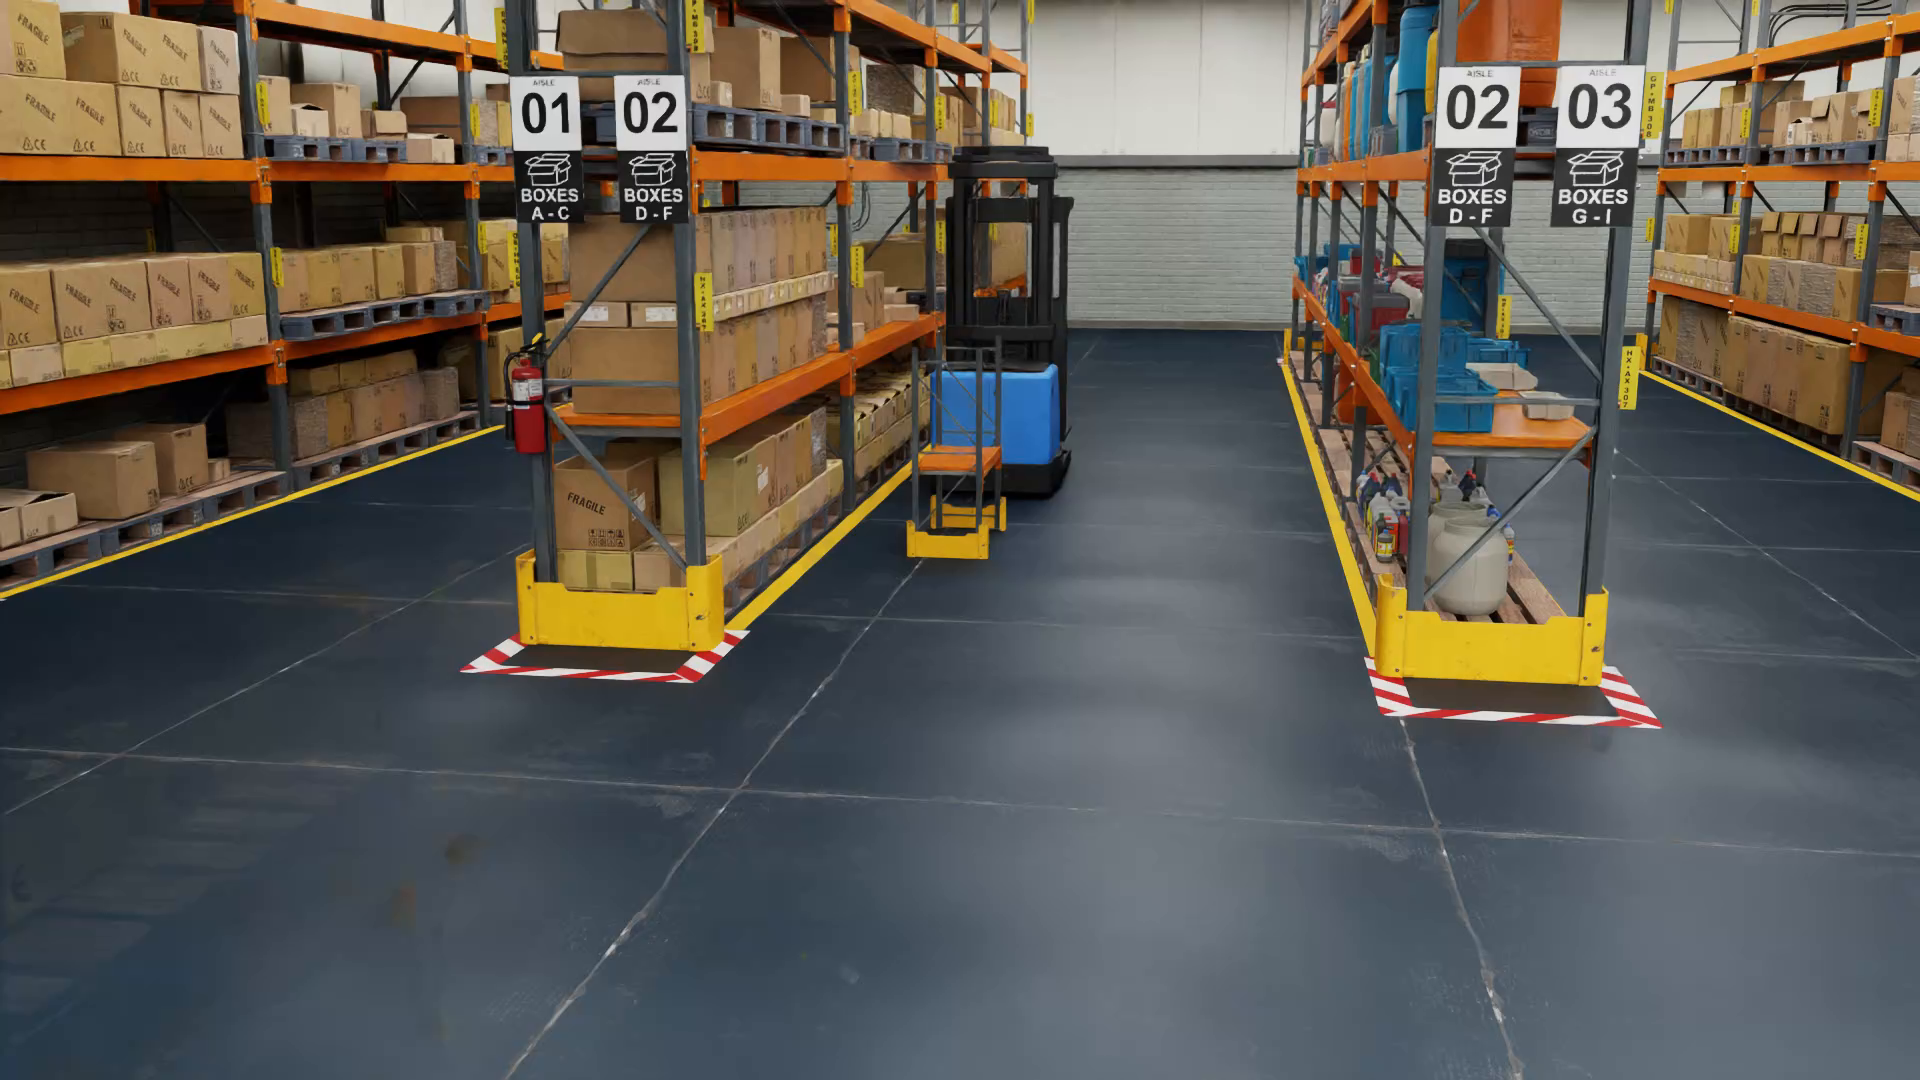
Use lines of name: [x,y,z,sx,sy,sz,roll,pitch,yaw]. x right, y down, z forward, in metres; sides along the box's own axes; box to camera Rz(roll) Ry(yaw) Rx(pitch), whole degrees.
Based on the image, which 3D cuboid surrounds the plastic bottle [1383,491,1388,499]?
plastic bottle: [2.982,-0.211,11.786,0.097,0.271,0.097,0,12,0]

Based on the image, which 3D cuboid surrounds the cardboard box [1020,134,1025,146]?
cardboard box: [0.656,-5.737,24.044,0.500,0.250,0.500,2,12,9]

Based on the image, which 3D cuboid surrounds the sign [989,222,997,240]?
sign: [0.417,-3.931,20.866,0.100,0.325,0.005,2,12,9]

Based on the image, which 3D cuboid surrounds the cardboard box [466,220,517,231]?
cardboard box: [-5.236,-3.478,18.741,0.500,0.250,0.500,2,12,8]

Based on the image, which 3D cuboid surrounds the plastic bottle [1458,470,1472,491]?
plastic bottle: [3.717,-0.332,12.160,0.144,0.351,0.185,2,12,7]

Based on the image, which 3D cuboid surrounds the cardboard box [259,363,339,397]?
cardboard box: [-6.097,-1.482,15.359,0.500,0.250,0.500,2,12,7]

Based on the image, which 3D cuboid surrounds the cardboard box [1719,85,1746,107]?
cardboard box: [9.950,-5.609,21.029,0.500,0.250,0.500,1,12,7]

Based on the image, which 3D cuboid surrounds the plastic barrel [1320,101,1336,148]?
plastic barrel: [4.433,-4.858,19.474,0.433,0.535,0.433,0,12,0]

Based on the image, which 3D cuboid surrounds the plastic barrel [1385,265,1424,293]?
plastic barrel: [4.374,-2.348,15.948,0.600,0.536,0.708,2,12,9]

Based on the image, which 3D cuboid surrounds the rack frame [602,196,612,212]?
rack frame: [-5.028,-3.542,21.809,1.000,3.000,0.127,2,12,9]

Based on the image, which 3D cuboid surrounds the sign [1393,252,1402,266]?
sign: [5.305,-3.338,20.206,0.100,0.325,0.005,2,12,9]

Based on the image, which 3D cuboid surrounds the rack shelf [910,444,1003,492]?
rack shelf: [-0.013,-0.540,12.291,0.538,0.185,1.000,2,12,9]

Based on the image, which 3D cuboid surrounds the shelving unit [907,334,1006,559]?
shelving unit: [-0.012,-0.717,12.262,0.587,1.500,1.083,2,12,9]

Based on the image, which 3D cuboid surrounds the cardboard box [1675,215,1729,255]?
cardboard box: [9.780,-4.029,21.937,0.500,0.500,0.500,2,12,7]

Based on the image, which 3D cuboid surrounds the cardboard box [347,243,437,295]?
cardboard box: [-5.764,-2.758,16.889,0.700,0.500,0.500,1,12,3]

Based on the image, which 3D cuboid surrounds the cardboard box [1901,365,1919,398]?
cardboard box: [8.967,-1.447,15.198,0.500,0.250,0.500,2,12,11]

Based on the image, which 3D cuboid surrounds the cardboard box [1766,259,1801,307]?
cardboard box: [9.184,-2.813,18.189,0.500,0.500,0.500,2,12,7]

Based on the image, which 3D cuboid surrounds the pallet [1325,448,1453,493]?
pallet: [3.799,-0.612,14.832,1.003,0.211,1.213,2,12,9]

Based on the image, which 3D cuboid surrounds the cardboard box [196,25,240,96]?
cardboard box: [-6.067,-3.777,13.123,0.500,0.500,0.500,1,12,4]

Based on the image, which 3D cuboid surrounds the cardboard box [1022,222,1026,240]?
cardboard box: [0.686,-4.651,24.345,0.500,0.500,0.500,2,12,8]

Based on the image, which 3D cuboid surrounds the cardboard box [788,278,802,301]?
cardboard box: [-1.351,-1.808,11.984,0.380,0.149,0.250,2,12,8]

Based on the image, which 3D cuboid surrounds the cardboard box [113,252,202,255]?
cardboard box: [-6.537,-2.089,13.594,0.500,0.500,0.500,2,12,7]

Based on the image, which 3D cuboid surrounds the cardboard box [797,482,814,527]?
cardboard box: [-1.367,-0.266,12.139,0.500,0.250,0.500,2,12,9]

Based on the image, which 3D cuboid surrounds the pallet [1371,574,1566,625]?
pallet: [3.012,0.454,9.887,1.003,0.211,1.213,2,12,9]

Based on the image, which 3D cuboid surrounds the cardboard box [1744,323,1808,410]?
cardboard box: [9.440,-1.907,18.270,1.225,0.875,0.875,1,12,7]

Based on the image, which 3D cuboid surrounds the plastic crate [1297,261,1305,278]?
plastic crate: [4.811,-3.686,22.734,0.416,0.233,0.300,2,12,9]

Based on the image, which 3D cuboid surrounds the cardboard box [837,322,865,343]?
cardboard box: [-1.024,-1.772,14.192,0.380,0.149,0.250,2,12,9]

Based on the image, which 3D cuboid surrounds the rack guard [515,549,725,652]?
rack guard: [-1.981,0.343,9.717,1.175,0.500,0.348,2,12,9]

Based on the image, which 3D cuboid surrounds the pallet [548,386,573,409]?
pallet: [-5.257,-1.761,20.164,1.003,0.211,1.213,2,12,9]

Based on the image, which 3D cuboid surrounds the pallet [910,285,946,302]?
pallet: [-0.453,-2.861,19.104,1.003,0.211,1.213,2,12,9]

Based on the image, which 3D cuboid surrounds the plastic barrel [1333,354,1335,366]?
plastic barrel: [4.377,-1.835,18.799,0.421,0.512,0.421,0,12,0]

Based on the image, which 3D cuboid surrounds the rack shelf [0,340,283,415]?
rack shelf: [-6.565,-1.109,12.226,1.077,0.370,4.000,2,12,9]

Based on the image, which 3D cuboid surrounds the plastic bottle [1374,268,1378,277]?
plastic bottle: [4.773,-2.961,19.231,0.144,0.351,0.185,2,12,9]

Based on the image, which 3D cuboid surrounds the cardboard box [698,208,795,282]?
cardboard box: [-1.579,-2.098,11.792,0.700,0.500,0.500,2,12,9]

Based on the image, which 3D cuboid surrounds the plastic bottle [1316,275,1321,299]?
plastic bottle: [4.147,-2.917,19.184,0.061,0.283,0.133,2,12,9]

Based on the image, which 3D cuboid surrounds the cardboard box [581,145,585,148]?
cardboard box: [-5.154,-5.339,22.150,0.500,0.250,0.500,2,12,9]

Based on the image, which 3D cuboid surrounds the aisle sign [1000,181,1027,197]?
aisle sign: [0.796,-5.490,24.678,0.394,0.787,0.004,2,12,9]

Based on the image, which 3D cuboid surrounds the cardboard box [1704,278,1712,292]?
cardboard box: [9.497,-3.172,20.690,0.380,0.149,0.250,2,12,10]

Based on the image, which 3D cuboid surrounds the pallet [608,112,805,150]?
pallet: [-1.658,-2.708,11.031,1.003,0.211,1.213,2,12,9]

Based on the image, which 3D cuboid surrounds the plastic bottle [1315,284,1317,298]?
plastic bottle: [4.198,-2.920,19.395,0.097,0.201,0.097,0,12,0]

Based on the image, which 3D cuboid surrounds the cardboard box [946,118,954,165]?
cardboard box: [-0.555,-4.371,18.299,0.910,0.500,0.500,2,12,9]

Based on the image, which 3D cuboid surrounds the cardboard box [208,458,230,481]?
cardboard box: [-6.311,-0.594,13.813,0.380,0.166,0.250,0,12,1]

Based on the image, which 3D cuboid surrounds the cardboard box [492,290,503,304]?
cardboard box: [-5.316,-2.710,18.495,0.380,0.149,0.250,2,12,9]

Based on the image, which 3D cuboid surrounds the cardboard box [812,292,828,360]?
cardboard box: [-1.425,-1.673,12.900,0.700,0.500,0.500,2,12,7]

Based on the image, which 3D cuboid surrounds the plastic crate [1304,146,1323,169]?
plastic crate: [4.731,-5.011,21.785,0.437,0.282,0.530,2,12,9]

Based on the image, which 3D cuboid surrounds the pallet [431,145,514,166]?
pallet: [-5.596,-4.219,18.279,1.213,0.211,1.003,2,12,11]

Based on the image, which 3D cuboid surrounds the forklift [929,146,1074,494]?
forklift: [0.453,-2.089,15.229,1.130,2.935,3.031,2,12,8]

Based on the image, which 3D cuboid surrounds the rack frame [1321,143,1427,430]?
rack frame: [4.146,-2.388,16.456,1.000,3.000,0.127,2,12,9]

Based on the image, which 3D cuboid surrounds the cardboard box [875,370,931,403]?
cardboard box: [-0.585,-1.568,16.848,0.500,0.311,0.500,2,12,10]

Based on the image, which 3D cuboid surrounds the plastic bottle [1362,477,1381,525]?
plastic bottle: [2.968,-0.282,11.925,0.144,0.351,0.185,1,12,6]

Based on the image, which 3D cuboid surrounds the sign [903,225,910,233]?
sign: [-0.670,-3.822,21.051,0.100,0.325,0.005,2,12,9]

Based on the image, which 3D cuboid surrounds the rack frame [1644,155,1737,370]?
rack frame: [10.271,-3.893,23.439,1.000,3.000,0.127,2,12,9]

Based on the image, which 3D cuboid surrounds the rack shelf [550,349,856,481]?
rack shelf: [-1.670,-0.949,11.484,1.077,0.370,4.000,2,12,9]

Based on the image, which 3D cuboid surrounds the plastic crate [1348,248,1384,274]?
plastic crate: [5.147,-3.459,21.131,0.402,0.464,0.583,2,12,9]

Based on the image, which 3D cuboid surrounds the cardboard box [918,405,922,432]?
cardboard box: [-0.663,-1.186,16.406,0.500,0.250,0.500,2,12,8]

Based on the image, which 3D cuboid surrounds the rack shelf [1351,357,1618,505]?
rack shelf: [3.224,-0.788,10.736,1.077,0.370,4.000,2,12,9]
